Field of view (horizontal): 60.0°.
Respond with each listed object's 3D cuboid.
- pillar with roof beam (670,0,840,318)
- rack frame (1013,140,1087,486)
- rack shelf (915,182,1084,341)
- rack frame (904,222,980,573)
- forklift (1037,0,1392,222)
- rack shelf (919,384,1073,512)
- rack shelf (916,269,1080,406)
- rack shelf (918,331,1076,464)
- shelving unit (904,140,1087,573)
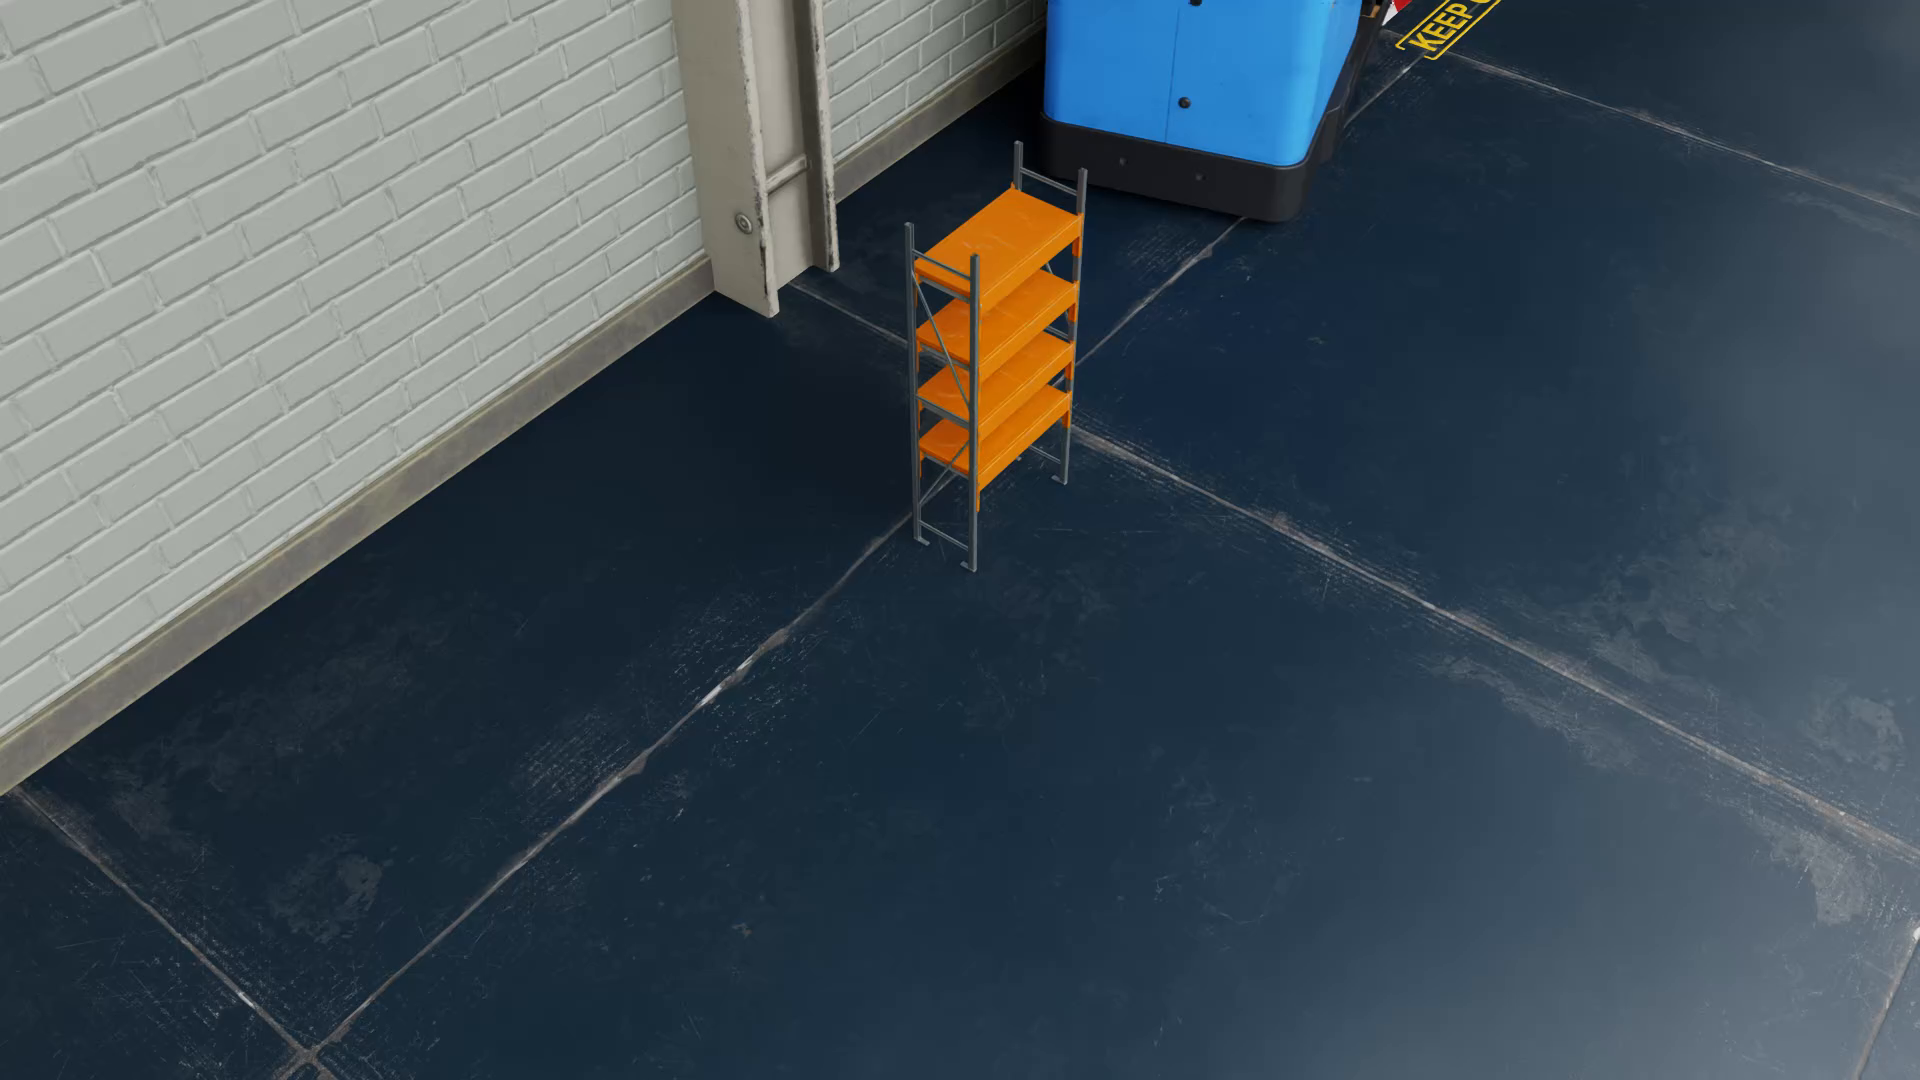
[{"bbox_3d":[2.718,-2.189,1.118,9.100,9.000,0.400,29,53,25],"label":"pillar with roof beam"},{"bbox_3d":[0.250,-0.649,5.040,0.240,1.200,0.015,29,53,25],"label":"rack frame"},{"bbox_3d":[0.101,-0.781,4.622,0.258,0.148,0.480,29,53,25],"label":"rack shelf"},{"bbox_3d":[-0.048,-0.370,4.773,0.240,1.200,0.015,29,53,25],"label":"rack frame"},{"bbox_3d":[1.299,-3.302,6.377,1.130,2.935,3.031,15,48,14],"label":"forklift"},{"bbox_3d":[0.101,-0.326,5.099,0.258,0.148,0.480,29,53,25],"label":"rack shelf"},{"bbox_3d":[0.101,-0.617,4.794,0.258,0.148,0.480,29,53,25],"label":"rack shelf"},{"bbox_3d":[0.101,-0.463,4.955,0.258,0.148,0.480,29,53,25],"label":"rack shelf"},{"bbox_3d":[0.101,-0.509,4.907,0.258,1.200,0.503,29,53,25],"label":"shelving unit"}]
